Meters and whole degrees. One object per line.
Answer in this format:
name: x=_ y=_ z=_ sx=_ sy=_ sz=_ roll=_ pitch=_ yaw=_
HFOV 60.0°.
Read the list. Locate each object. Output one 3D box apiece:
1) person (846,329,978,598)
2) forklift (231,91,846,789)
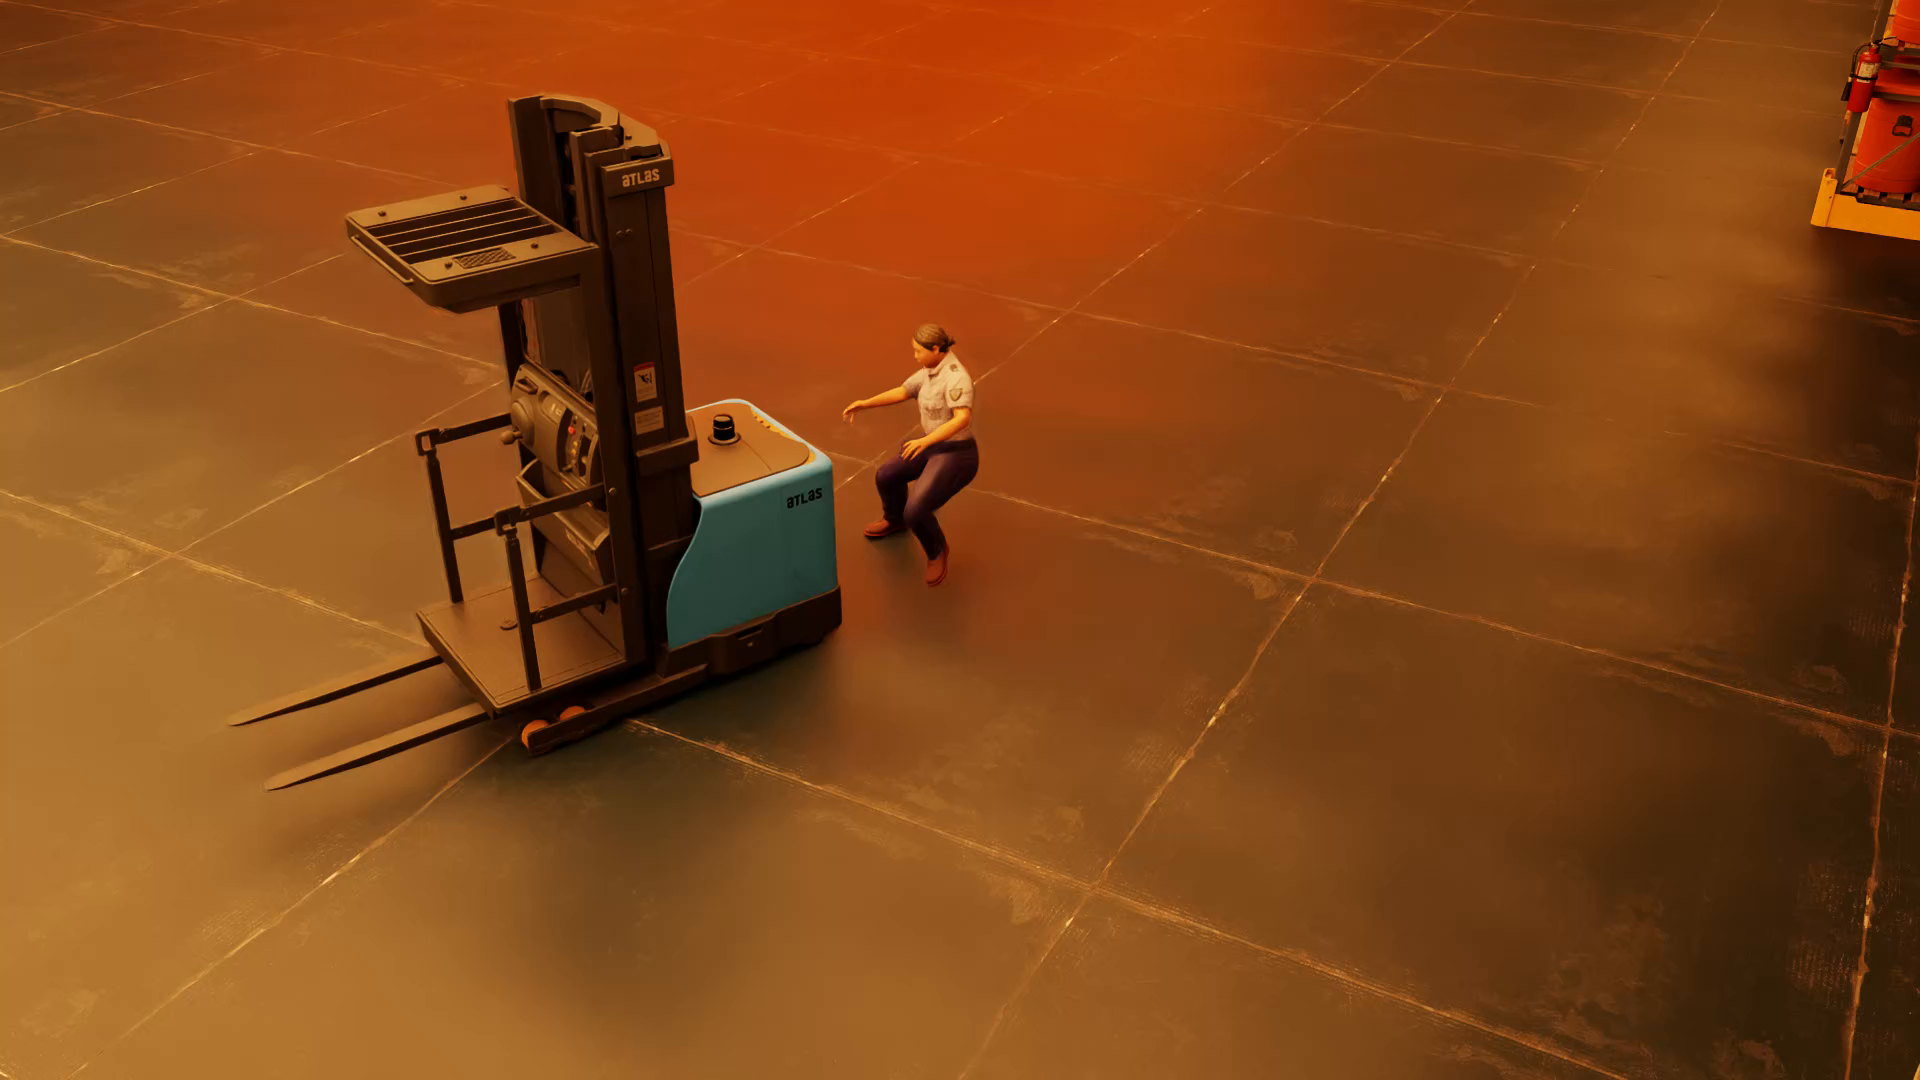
person: x=-0.264 y=-0.485 z=9.417 sx=0.702 sy=1.425 sz=0.957 roll=-8 pitch=31 yaw=-13
forklift: x=-2.114 y=-0.524 z=7.979 sx=3.031 sy=2.935 sz=1.130 roll=-20 pitch=36 yaw=-31
